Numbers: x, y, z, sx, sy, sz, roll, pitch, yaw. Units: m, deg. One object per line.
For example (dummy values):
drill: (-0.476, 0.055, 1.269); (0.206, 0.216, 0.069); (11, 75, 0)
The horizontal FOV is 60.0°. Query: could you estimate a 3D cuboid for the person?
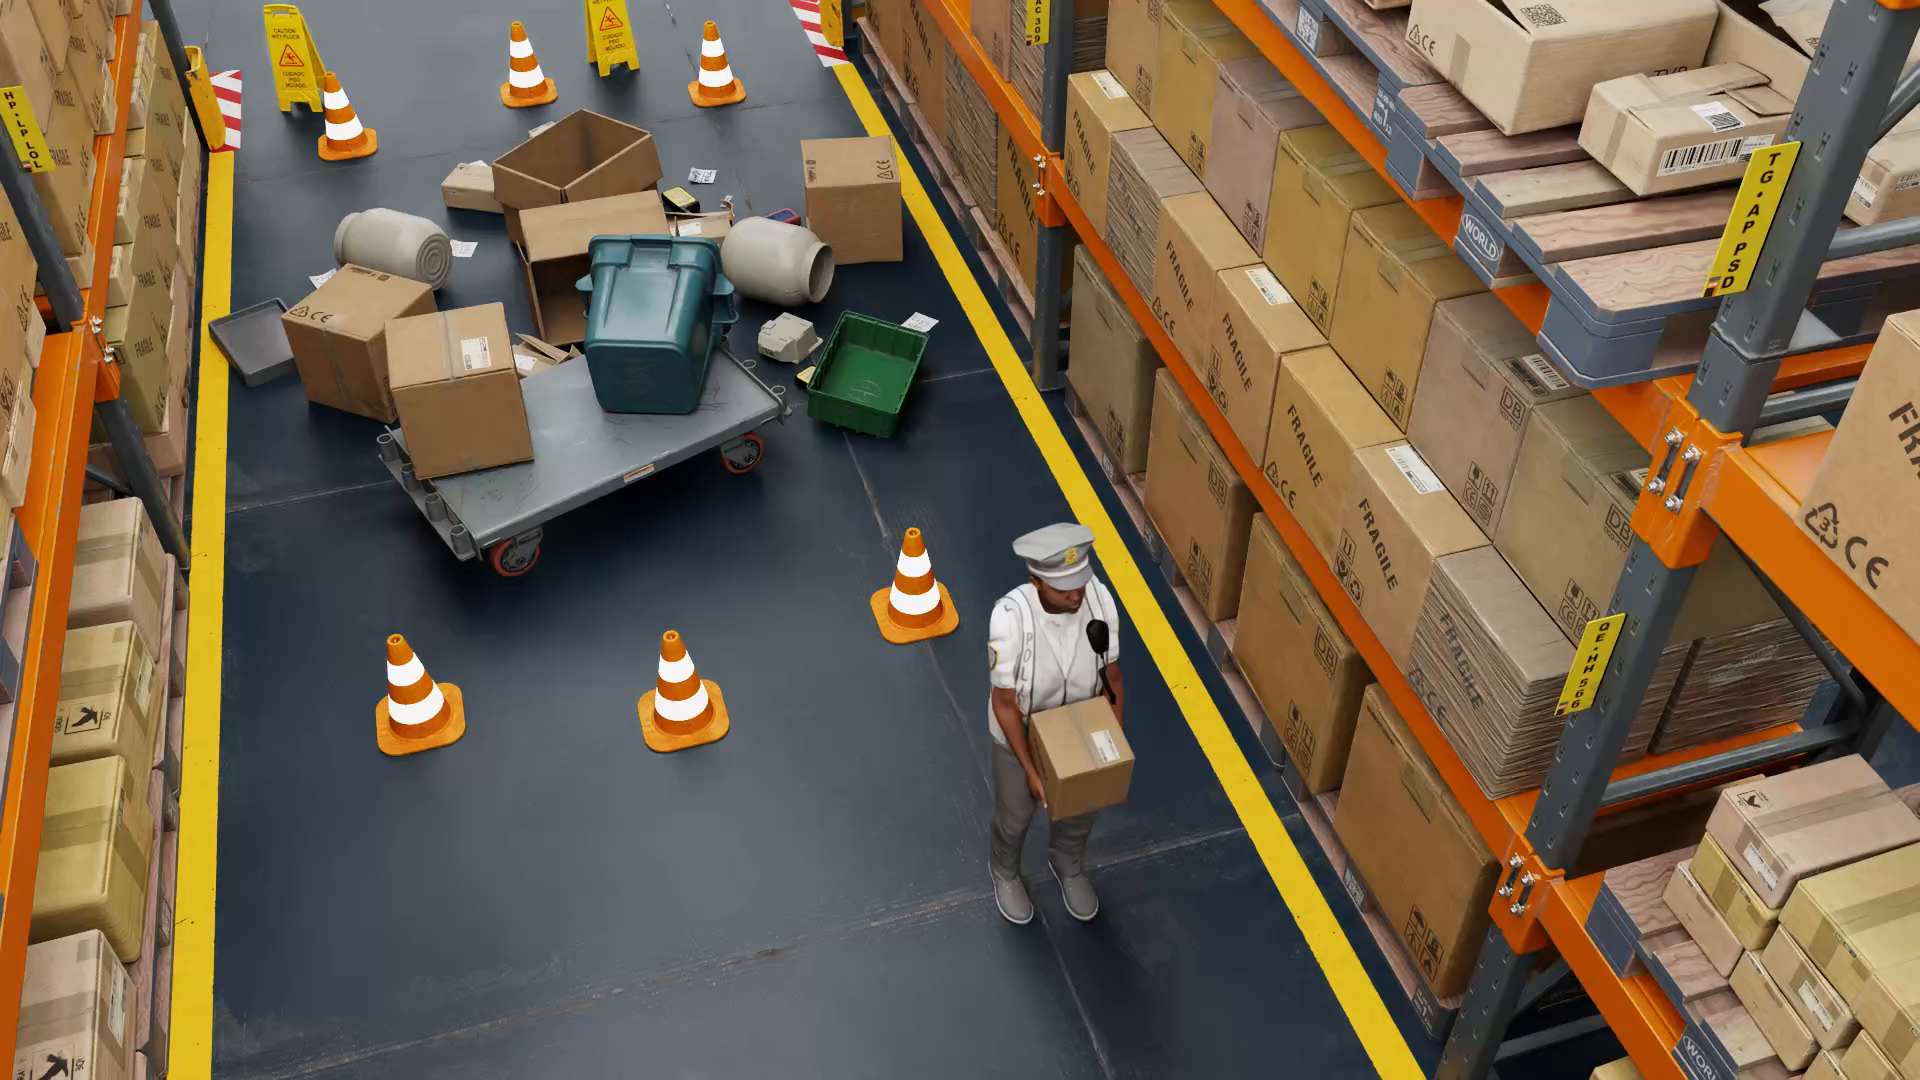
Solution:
person: (0.317, 0.663, 5.422); (0.441, 1.692, 0.513); (-13, 44, -14)
